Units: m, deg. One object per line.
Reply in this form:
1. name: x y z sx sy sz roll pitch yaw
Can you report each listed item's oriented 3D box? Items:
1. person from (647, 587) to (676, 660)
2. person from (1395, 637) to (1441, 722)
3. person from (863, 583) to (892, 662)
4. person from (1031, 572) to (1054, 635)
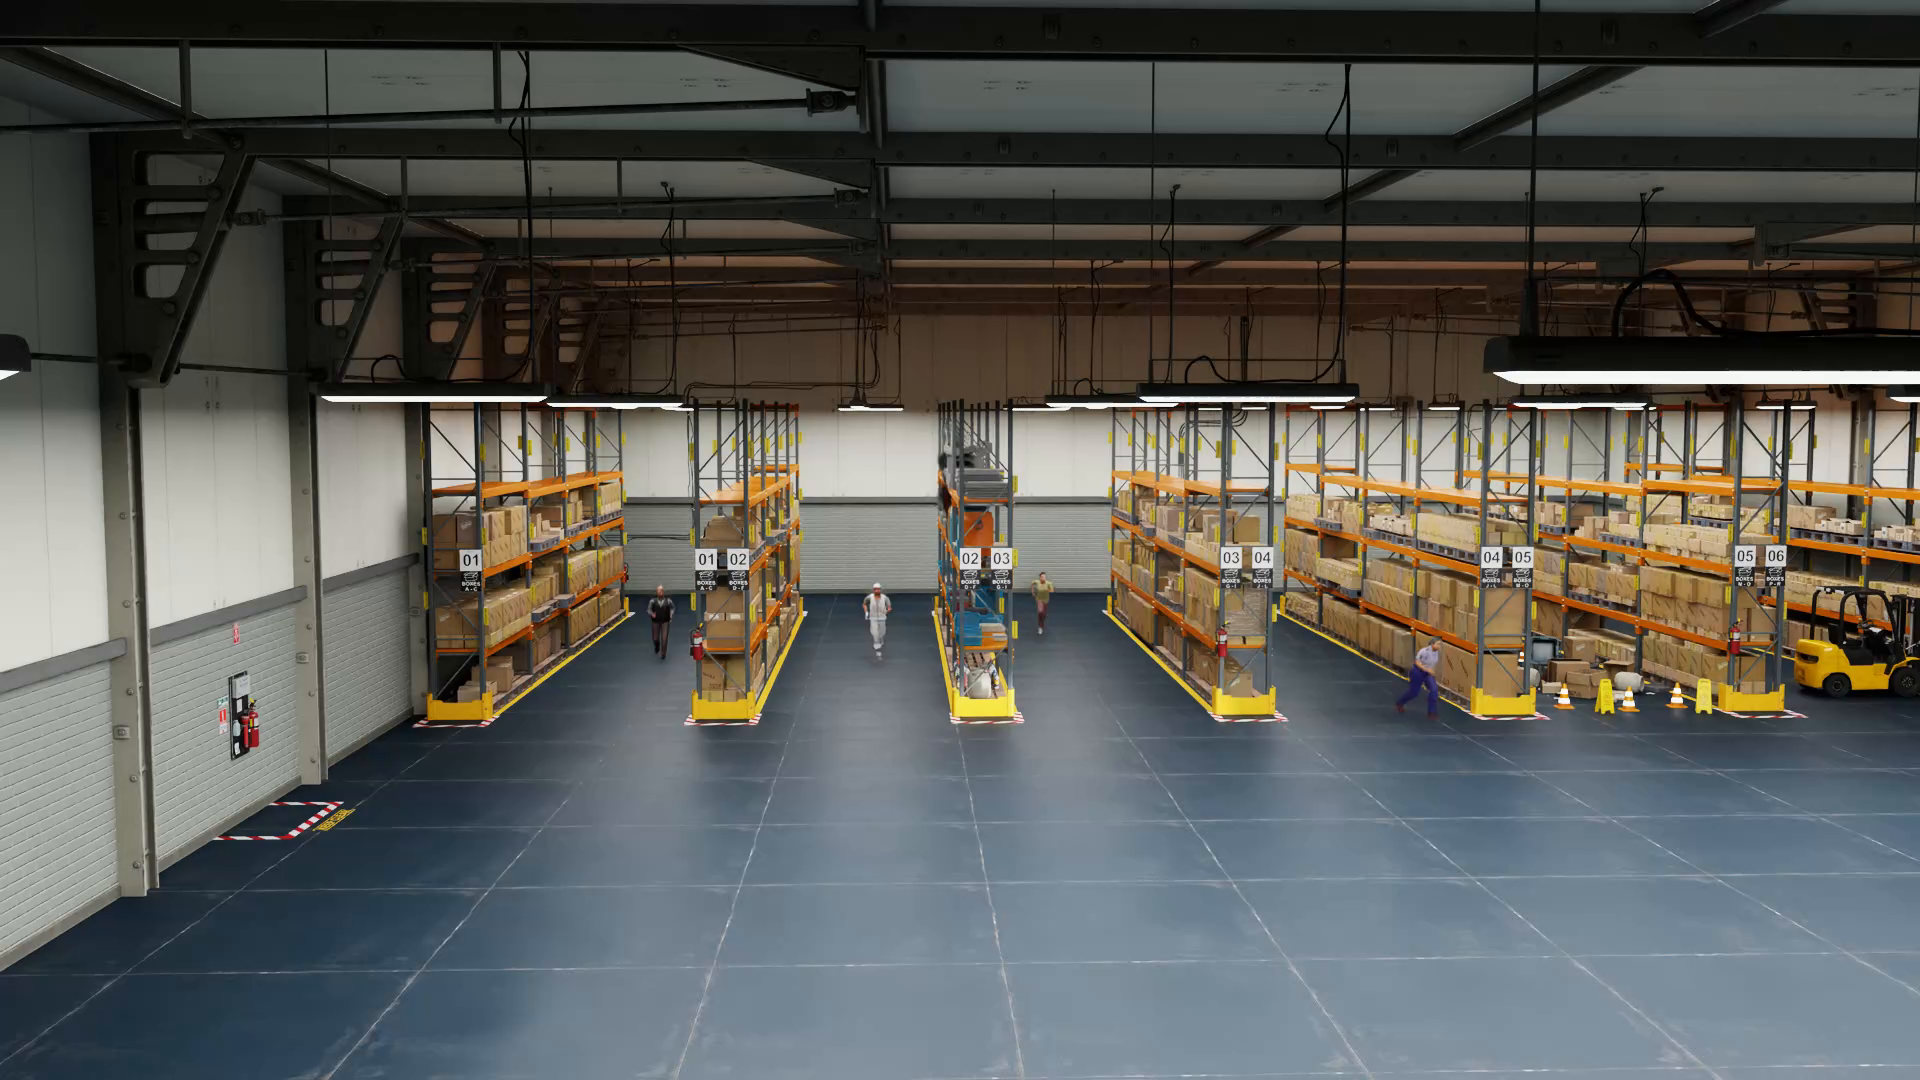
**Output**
1. person: -6.982 1.931 38.890 0.669 1.684 0.760 -1 4 -9
2. person: 8.644 2.588 31.325 0.646 1.612 0.978 -4 6 -40
3. person: -1.918 1.885 38.670 0.663 1.787 0.902 0 4 -6
4. person: 2.131 1.624 43.177 0.571 1.627 0.878 0 4 -6
